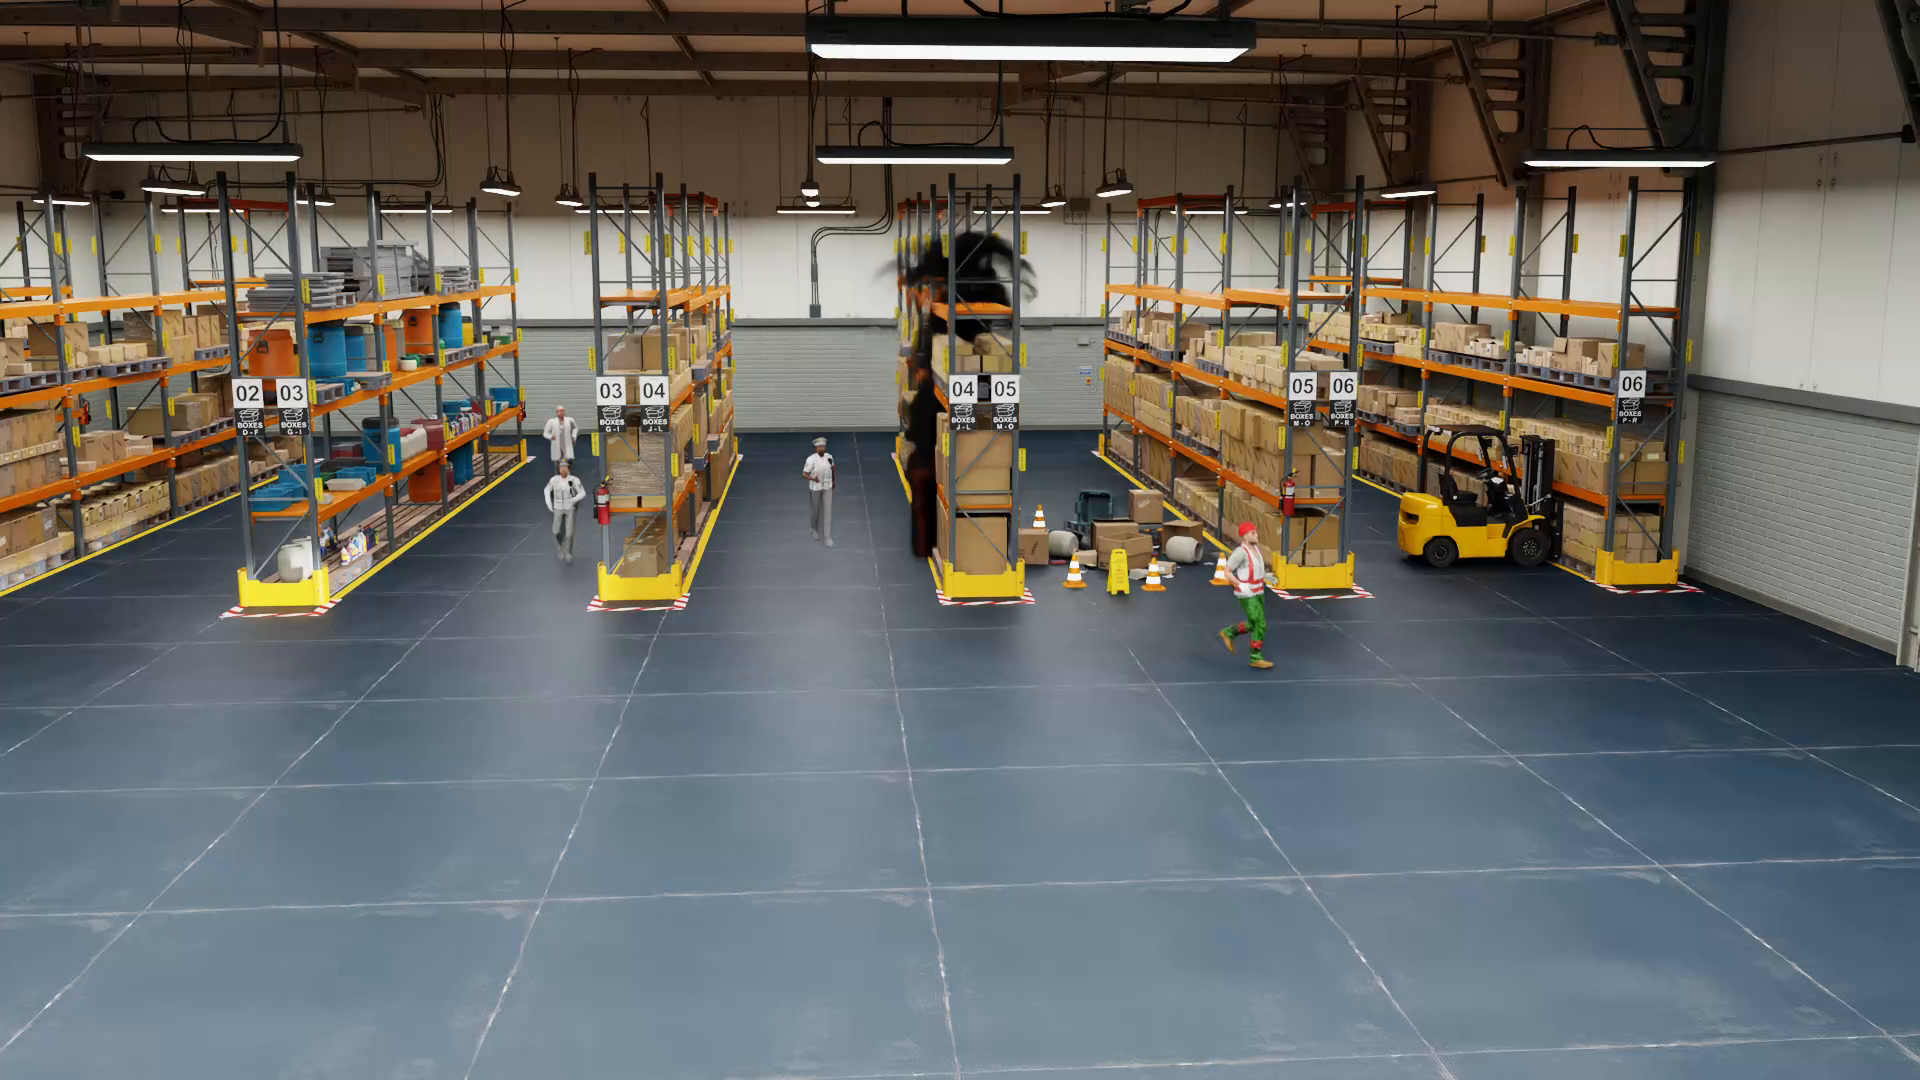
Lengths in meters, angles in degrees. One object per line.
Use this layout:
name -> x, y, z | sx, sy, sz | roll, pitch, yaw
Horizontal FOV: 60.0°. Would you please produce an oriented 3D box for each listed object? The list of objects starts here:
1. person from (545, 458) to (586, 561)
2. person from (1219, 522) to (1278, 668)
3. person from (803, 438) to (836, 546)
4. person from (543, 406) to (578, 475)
person -> -6.306, -0.480, 26.538 | 0.674, 1.660, 0.528 | -1, 10, -4
person -> 3.446, 0.649, 20.010 | 0.780, 1.748, 0.663 | 8, 13, 37
person -> -2.224, -0.786, 26.602 | 0.587, 1.719, 0.859 | -3, 11, -18
person -> -8.167, -1.870, 34.121 | 0.712, 1.776, 1.037 | -3, 10, -17
